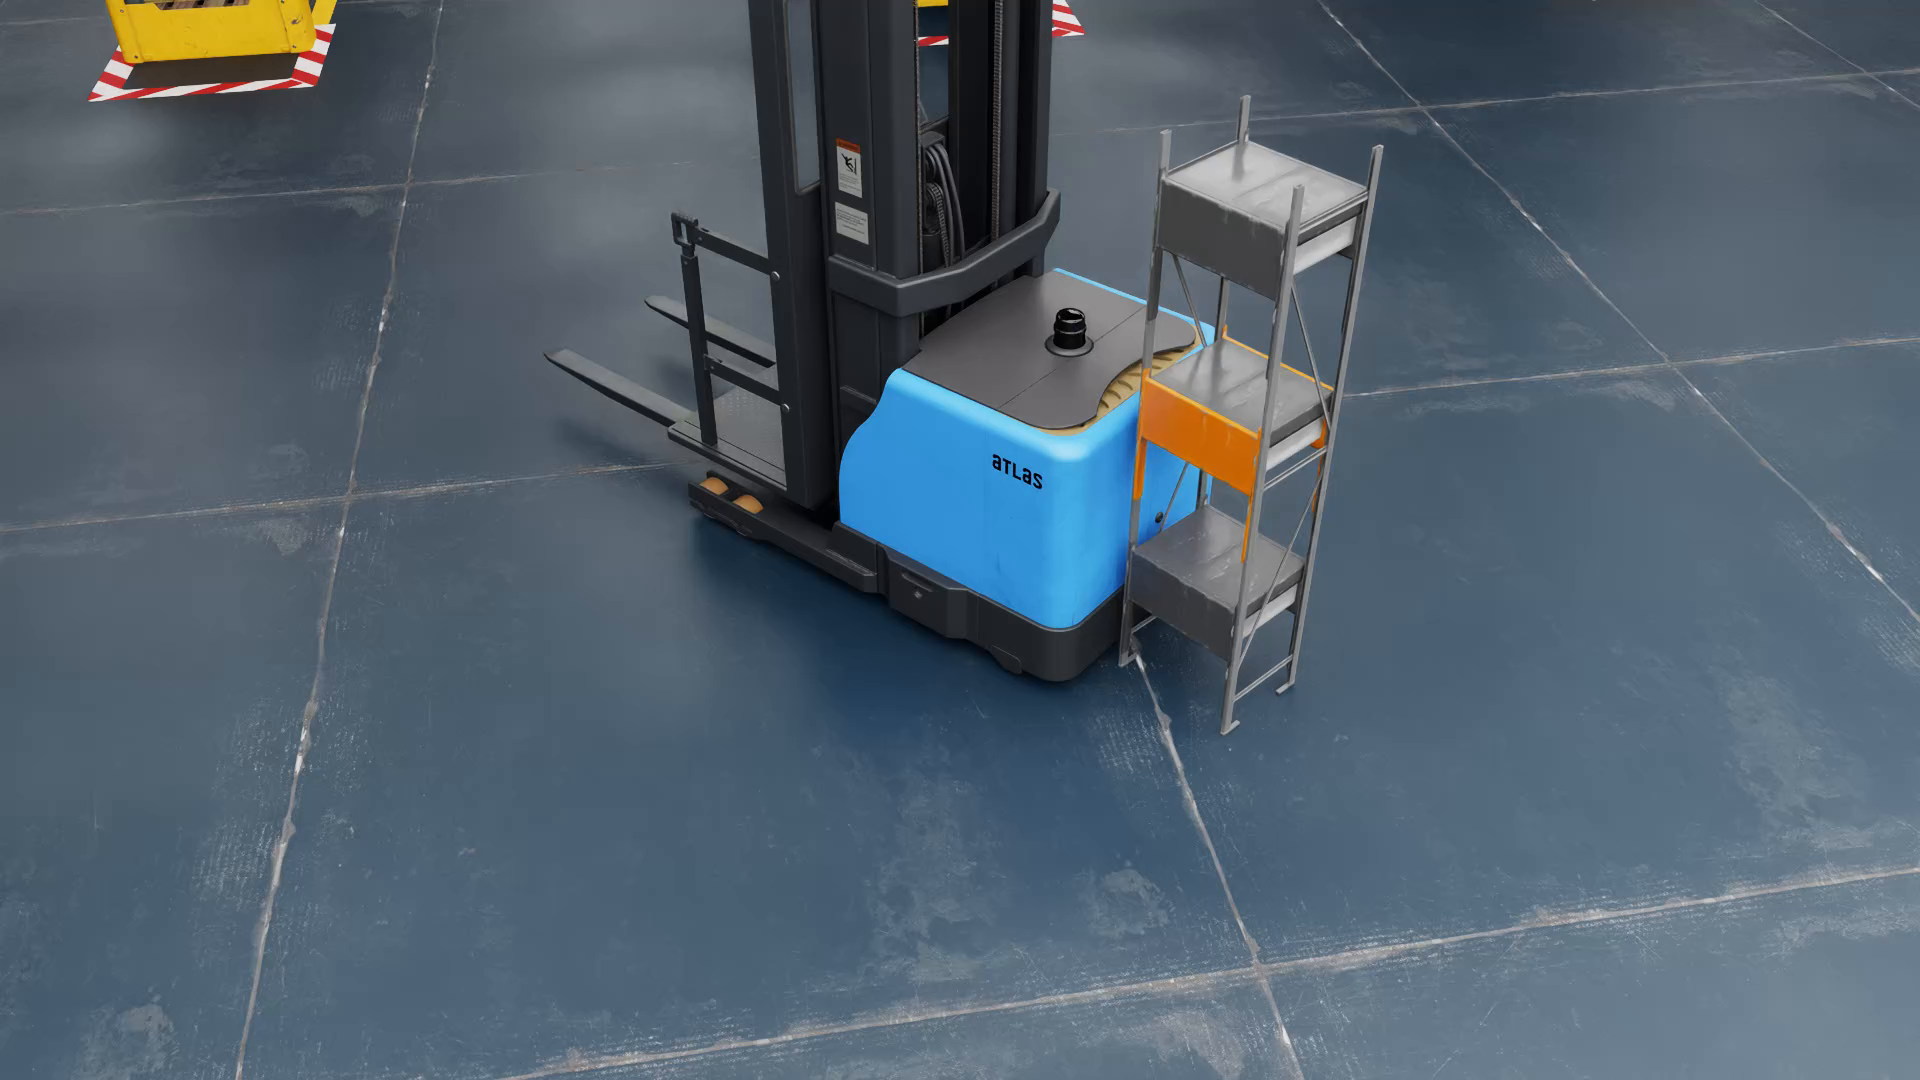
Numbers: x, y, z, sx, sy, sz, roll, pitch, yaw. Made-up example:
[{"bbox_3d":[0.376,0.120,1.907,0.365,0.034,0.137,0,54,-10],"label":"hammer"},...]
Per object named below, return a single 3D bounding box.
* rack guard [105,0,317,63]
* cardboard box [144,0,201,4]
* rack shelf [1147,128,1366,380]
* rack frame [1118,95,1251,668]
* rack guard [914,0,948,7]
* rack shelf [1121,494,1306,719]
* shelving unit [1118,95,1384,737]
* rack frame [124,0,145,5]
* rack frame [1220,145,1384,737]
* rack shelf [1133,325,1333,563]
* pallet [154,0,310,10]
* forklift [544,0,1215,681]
[{"bbox_3d":[-4.839,-3.424,10.750,1.175,0.500,0.348,-6,38,-8],"label":"rack guard"},{"bbox_3d":[-5.229,-3.798,11.093,0.500,0.250,0.500,-6,38,-8],"label":"cardboard box"},{"bbox_3d":[0.902,-0.875,5.046,0.431,0.518,0.480,-30,47,-33],"label":"rack shelf"},{"bbox_3d":[0.735,-0.443,5.608,0.400,2.100,0.015,-30,47,-33],"label":"rack frame"},{"bbox_3d":[-0.026,-4.010,11.504,1.175,0.500,0.348,-6,38,-8],"label":"rack guard"},{"bbox_3d":[0.902,0.230,5.905,0.431,0.518,0.480,-30,47,-33],"label":"rack shelf"},{"bbox_3d":[0.902,-0.333,5.467,0.431,2.100,0.503,-30,47,-33],"label":"shelving unit"},{"bbox_3d":[-4.844,-4.426,10.002,1.000,3.000,0.127,-6,38,-8],"label":"rack frame"},{"bbox_3d":[1.069,-0.224,5.327,0.400,2.100,0.015,-30,47,-33],"label":"rack frame"},{"bbox_3d":[0.902,-0.323,5.476,0.431,0.518,0.480,-30,47,-33],"label":"rack shelf"},{"bbox_3d":[-5.019,-3.782,11.446,1.003,0.211,1.213,-6,38,-8],"label":"pallet"},{"bbox_3d":[-0.486,-1.398,6.161,3.031,2.935,1.130,26,45,30],"label":"forklift"}]
